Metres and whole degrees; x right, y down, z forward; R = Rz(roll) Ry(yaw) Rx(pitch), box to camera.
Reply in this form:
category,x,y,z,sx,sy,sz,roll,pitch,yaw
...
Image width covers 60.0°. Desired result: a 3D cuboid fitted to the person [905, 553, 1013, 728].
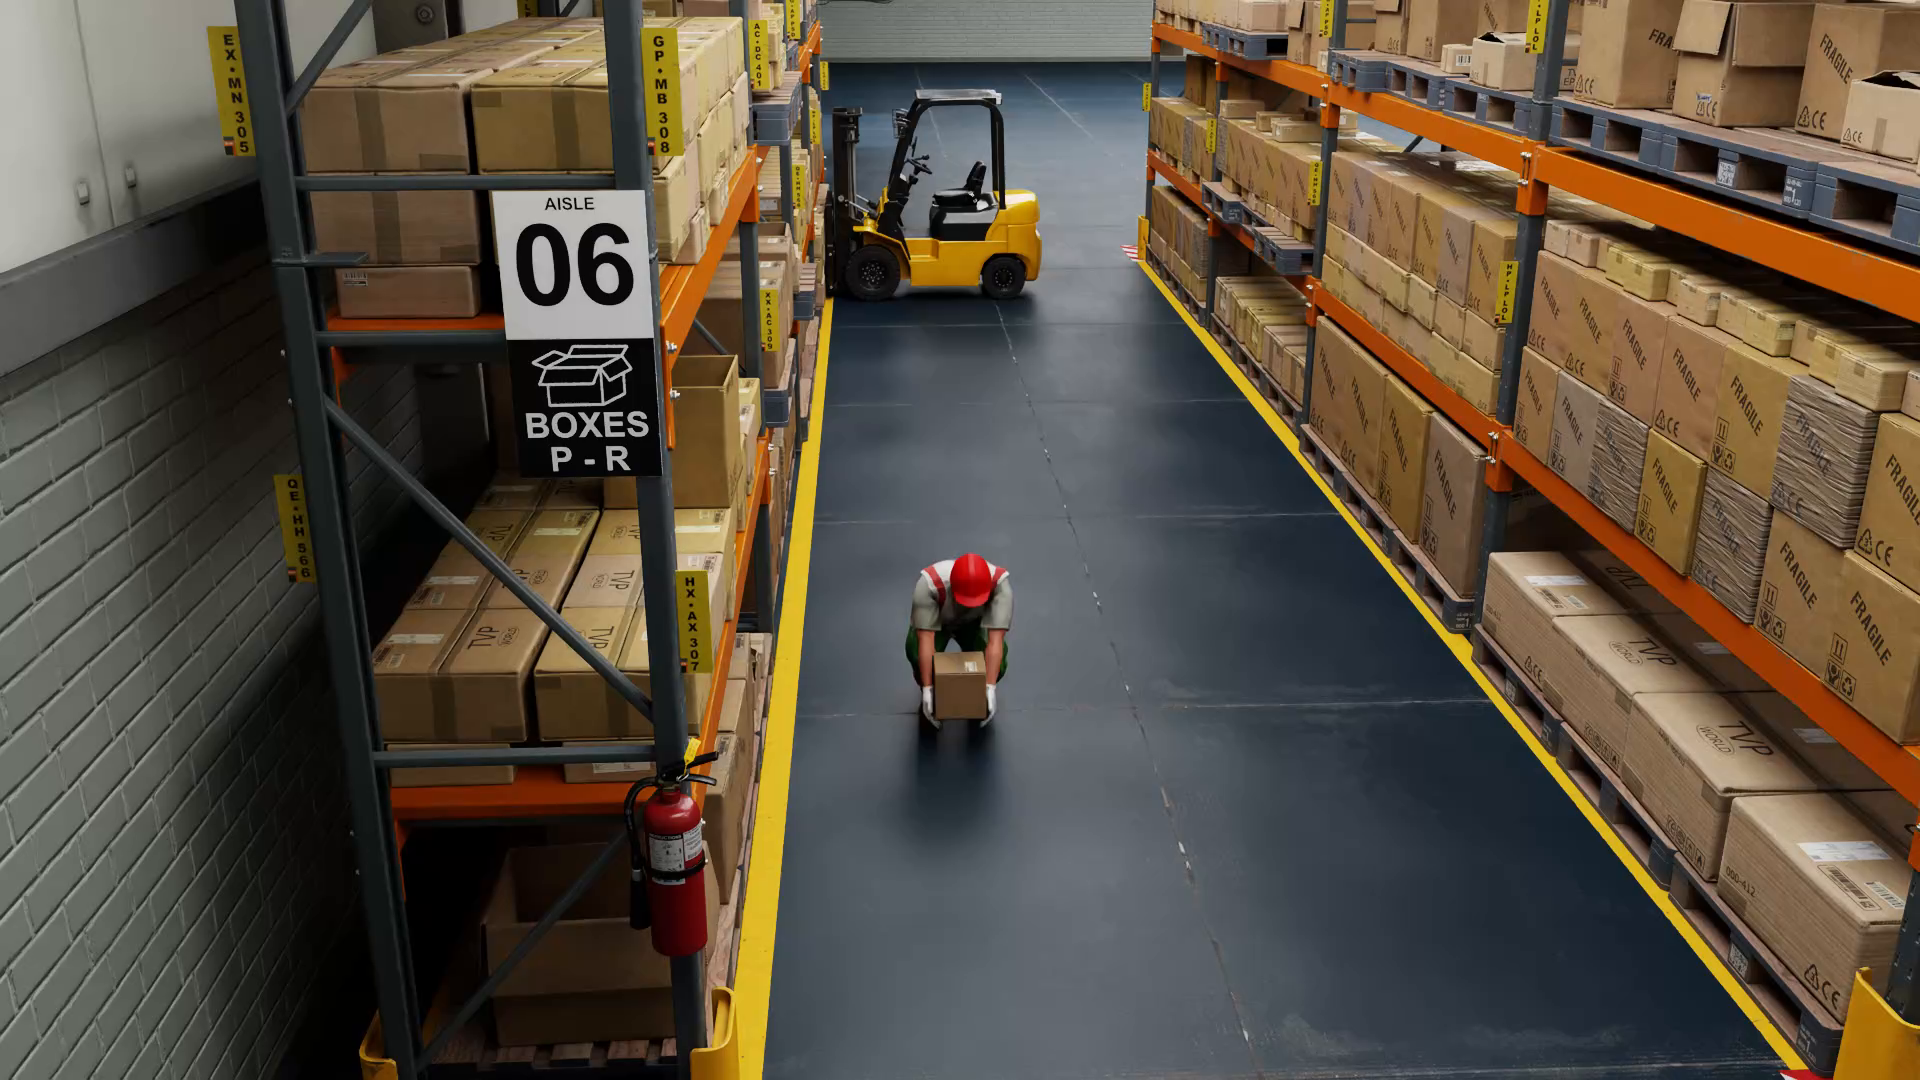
category,x,y,z,sx,sy,sz,roll,pitch,yaw
person,-0.008,0.449,8.483,0.544,0.996,0.893,-1,20,-4
